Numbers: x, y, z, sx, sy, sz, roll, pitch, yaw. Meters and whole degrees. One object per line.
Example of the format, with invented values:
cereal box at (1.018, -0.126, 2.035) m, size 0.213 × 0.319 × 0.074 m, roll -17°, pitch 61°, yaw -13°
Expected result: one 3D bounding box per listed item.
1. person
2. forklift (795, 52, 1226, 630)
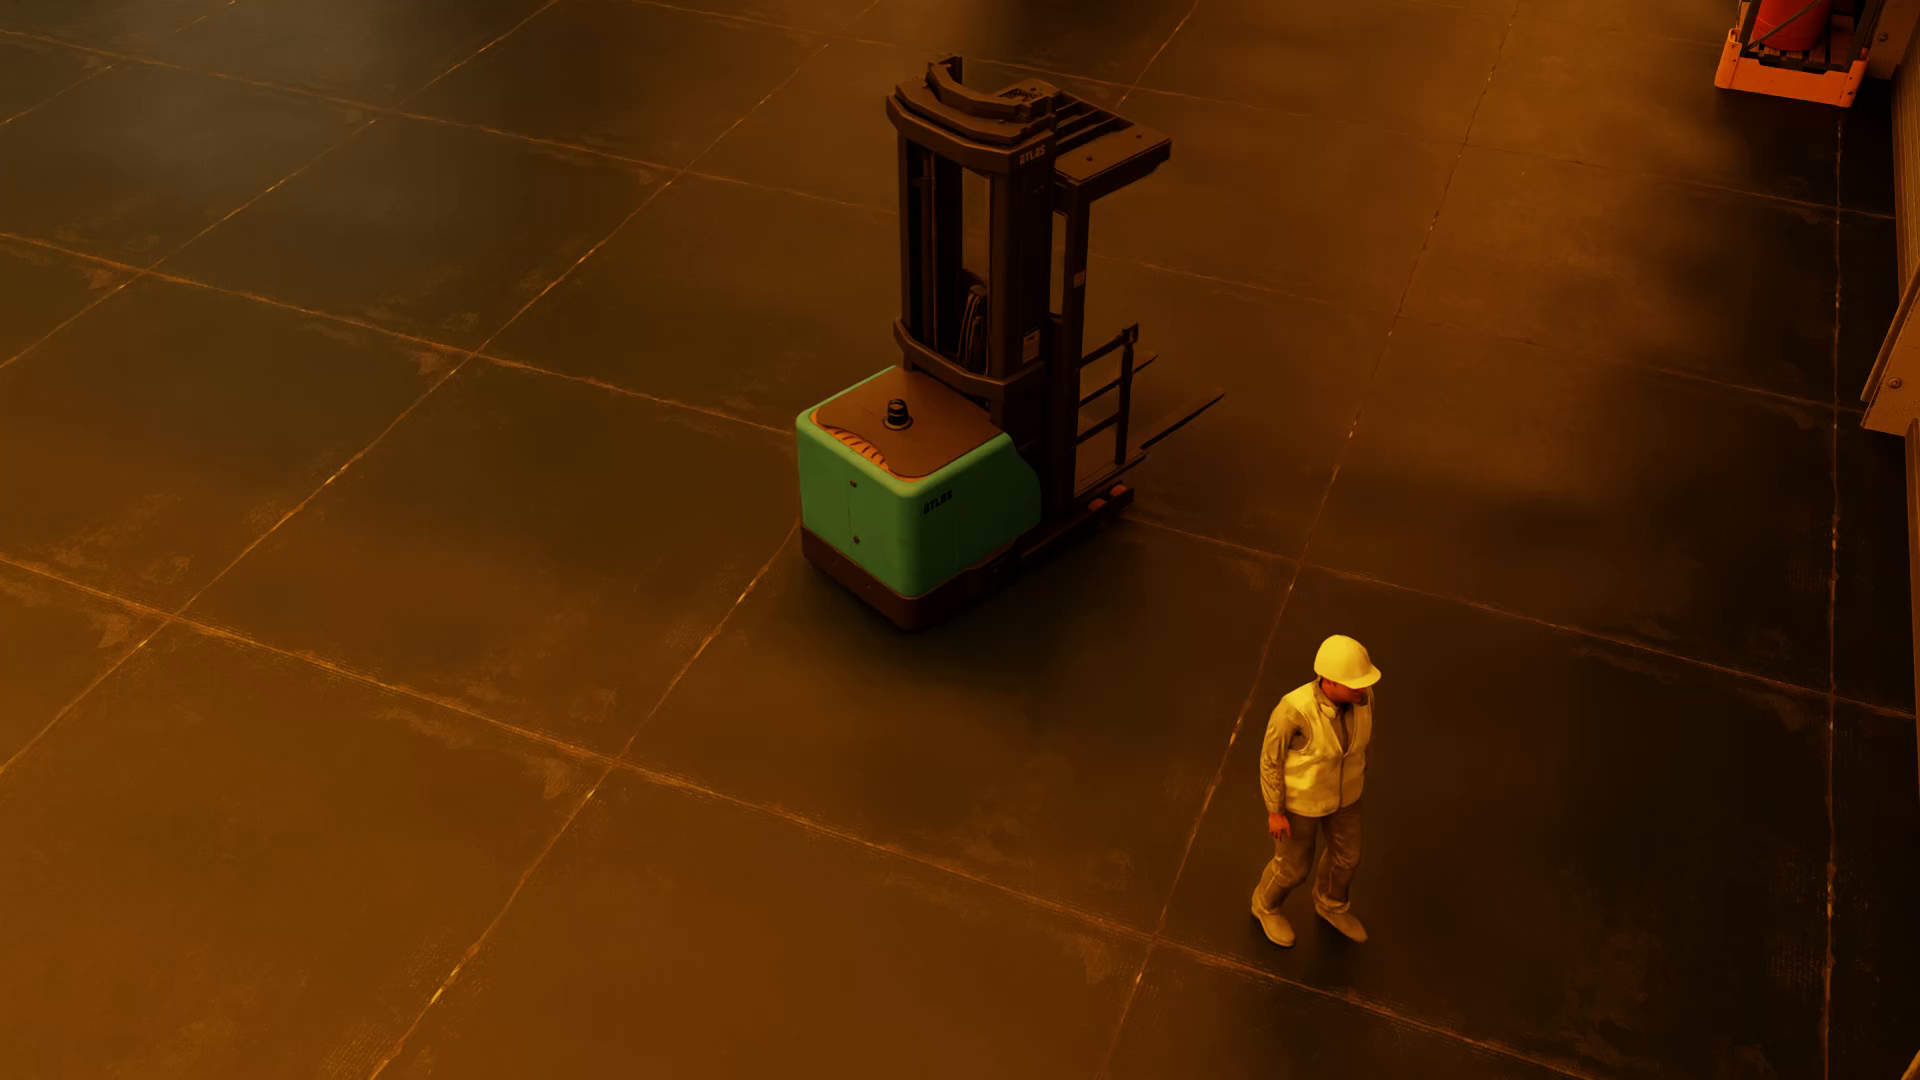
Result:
person at (1.651, 1.178, 7.531) m, size 0.614 × 1.799 × 0.508 m, roll -18°, pitch 43°, yaw -21°
forklift at (0.457, -1.437, 9.723) m, size 3.031 × 2.935 × 1.130 m, roll -31°, pitch 49°, yaw -32°
